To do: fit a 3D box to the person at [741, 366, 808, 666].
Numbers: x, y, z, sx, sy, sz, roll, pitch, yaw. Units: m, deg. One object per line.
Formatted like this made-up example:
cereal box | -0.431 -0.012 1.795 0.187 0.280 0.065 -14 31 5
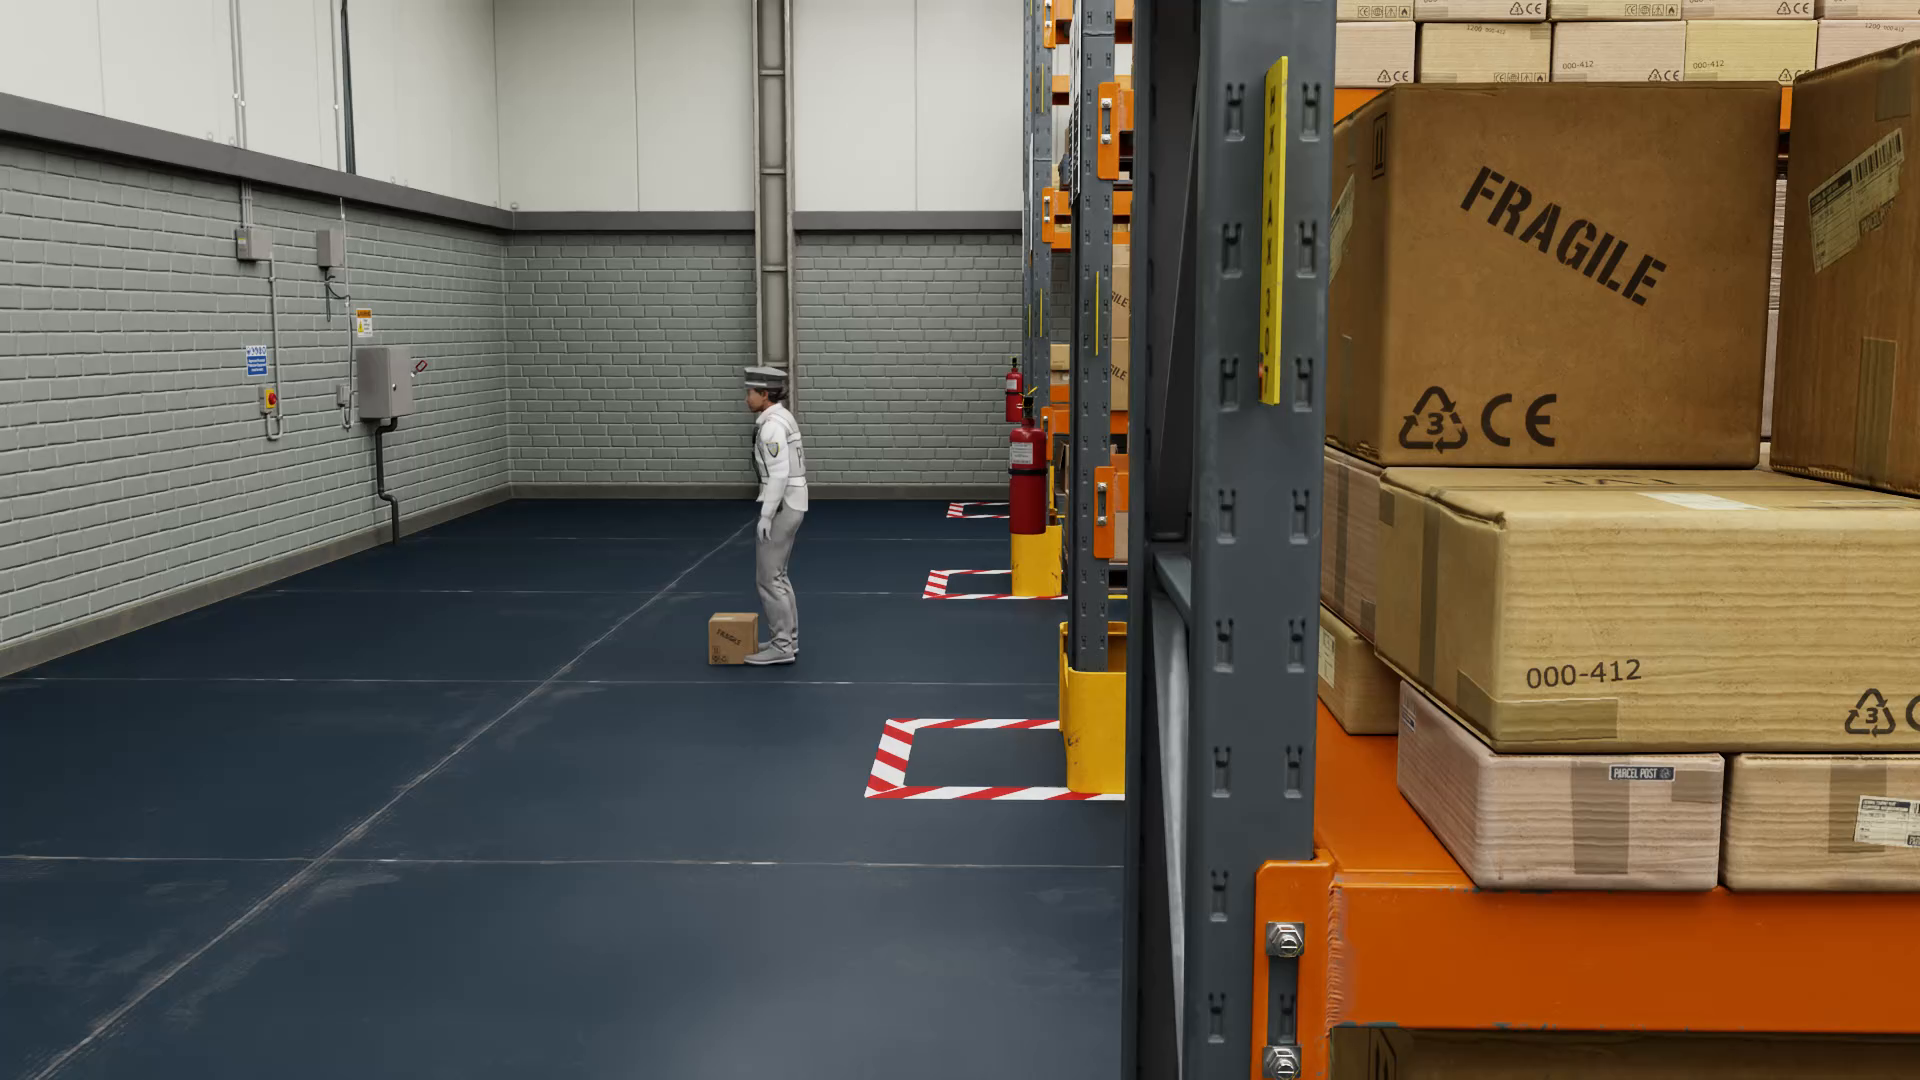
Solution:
person | -1.037 -0.141 9.359 0.367 1.663 0.516 0 7 -1
